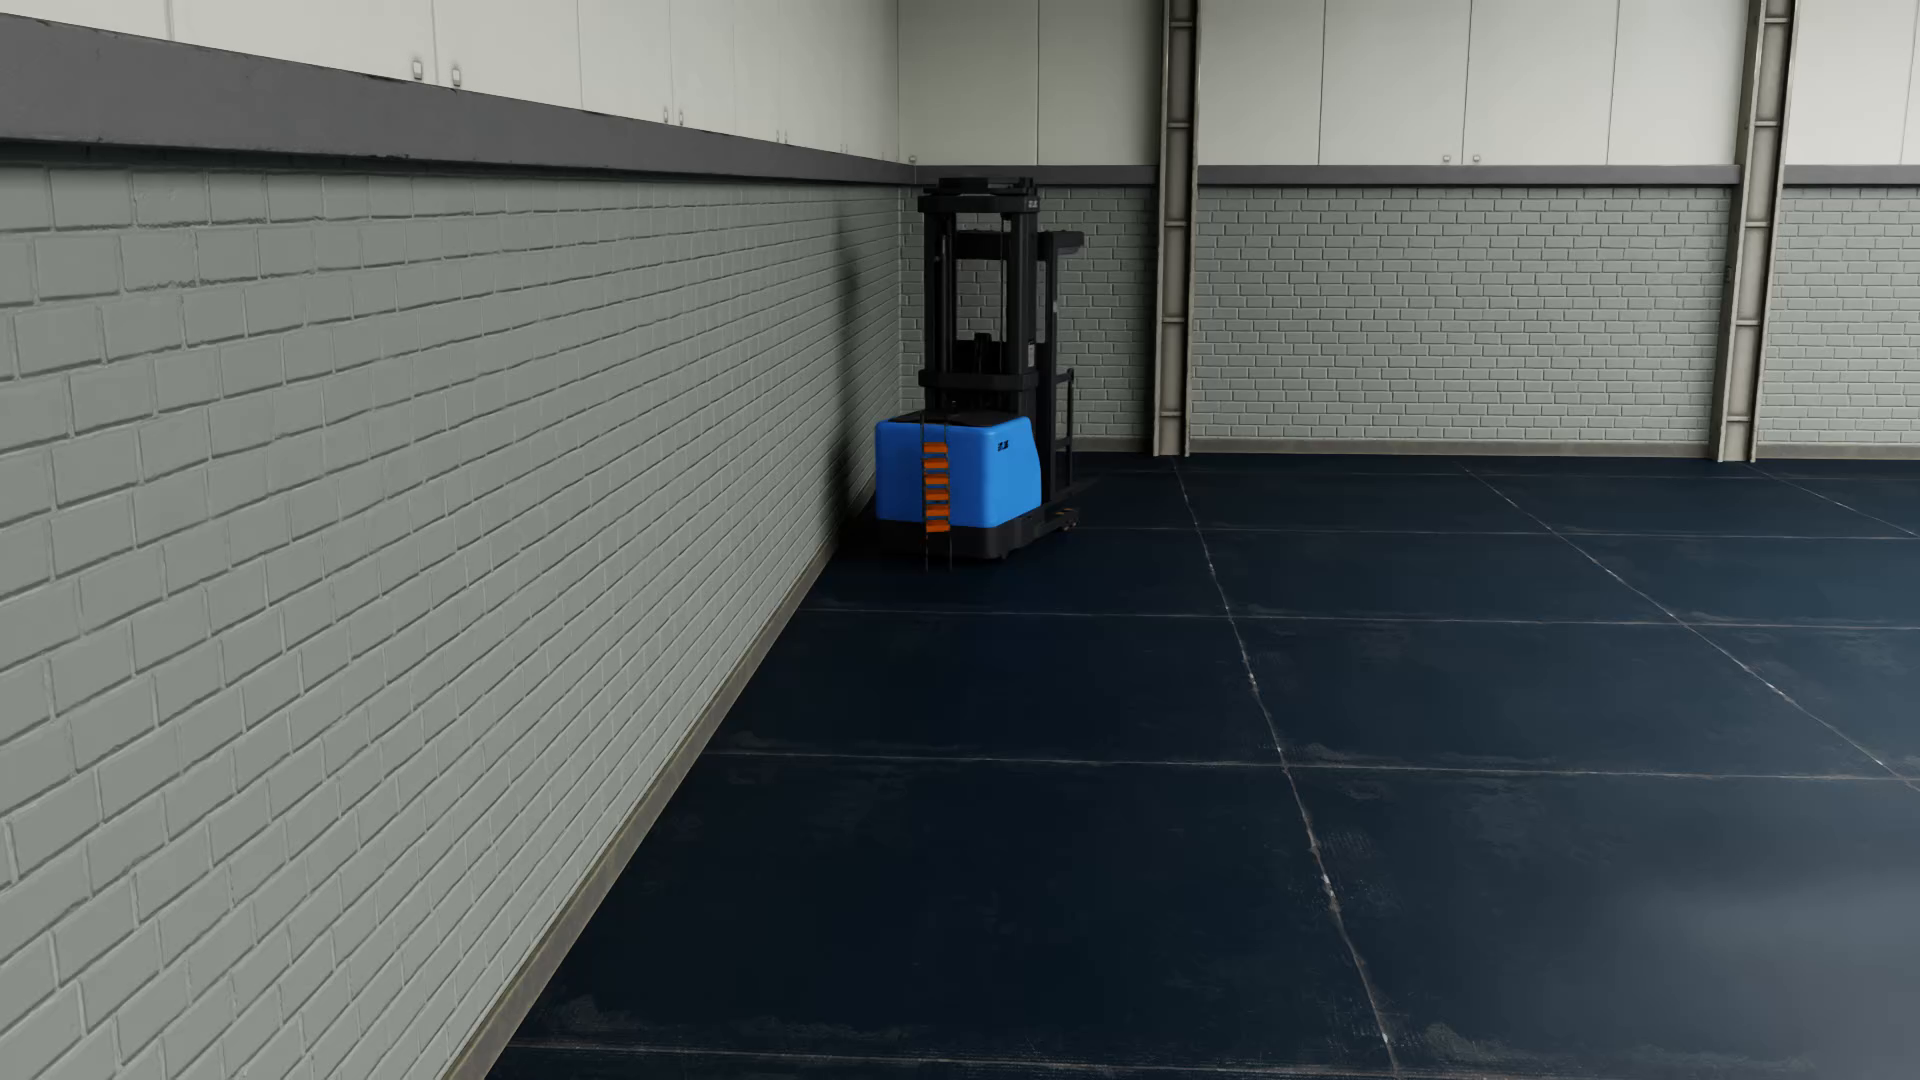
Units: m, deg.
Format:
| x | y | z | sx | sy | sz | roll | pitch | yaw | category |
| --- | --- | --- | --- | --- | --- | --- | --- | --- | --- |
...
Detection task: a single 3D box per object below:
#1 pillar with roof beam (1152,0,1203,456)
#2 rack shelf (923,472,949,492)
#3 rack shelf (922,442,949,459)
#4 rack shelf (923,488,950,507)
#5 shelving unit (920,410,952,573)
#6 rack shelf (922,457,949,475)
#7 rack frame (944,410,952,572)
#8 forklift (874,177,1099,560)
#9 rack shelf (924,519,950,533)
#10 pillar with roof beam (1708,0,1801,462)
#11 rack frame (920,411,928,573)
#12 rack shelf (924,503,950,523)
| x | y | z | sx | sy | sz | roll | pitch | yaw | category |
| --- | --- | --- | --- | --- | --- | --- | --- | --- | --- |
| 2.026 | -4.472 | 13.169 | 0.400 | 9.000 | 9.100 | 1 | 12 | 4 | pillar with roof beam |
| -0.183 | -0.440 | 12.562 | 0.180 | 0.103 | 0.258 | -2 | 12 | -6 | rack shelf |
| -0.188 | -0.675 | 12.513 | 0.180 | 0.103 | 0.258 | -2 | 12 | -6 | rack shelf |
| -0.180 | -0.323 | 12.586 | 0.180 | 0.103 | 0.258 | -2 | 12 | -6 | rack shelf |
| -0.181 | -0.366 | 12.577 | 0.189 | 1.200 | 0.258 | -2 | 12 | -6 | shelving unit |
| -0.186 | -0.558 | 12.537 | 0.180 | 0.103 | 0.258 | -2 | 12 | -6 | rack shelf |
| -0.090 | -0.370 | 12.586 | 0.006 | 1.200 | 0.240 | -2 | 12 | -6 | rack frame |
| 0.376 | -1.539 | 13.968 | 1.130 | 2.935 | 3.031 | 5 | 13 | 23 | forklift |
| -0.175 | -0.088 | 12.636 | 0.180 | 0.103 | 0.258 | -2 | 12 | -6 | rack shelf |
| 8.013 | -4.390 | 12.776 | 0.400 | 9.000 | 9.100 | 1 | 12 | 4 | pillar with roof beam |
| -0.272 | -0.362 | 12.569 | 0.006 | 1.200 | 0.240 | -2 | 12 | -6 | rack frame |
| -0.178 | -0.205 | 12.611 | 0.180 | 0.103 | 0.258 | -2 | 12 | -6 | rack shelf |
